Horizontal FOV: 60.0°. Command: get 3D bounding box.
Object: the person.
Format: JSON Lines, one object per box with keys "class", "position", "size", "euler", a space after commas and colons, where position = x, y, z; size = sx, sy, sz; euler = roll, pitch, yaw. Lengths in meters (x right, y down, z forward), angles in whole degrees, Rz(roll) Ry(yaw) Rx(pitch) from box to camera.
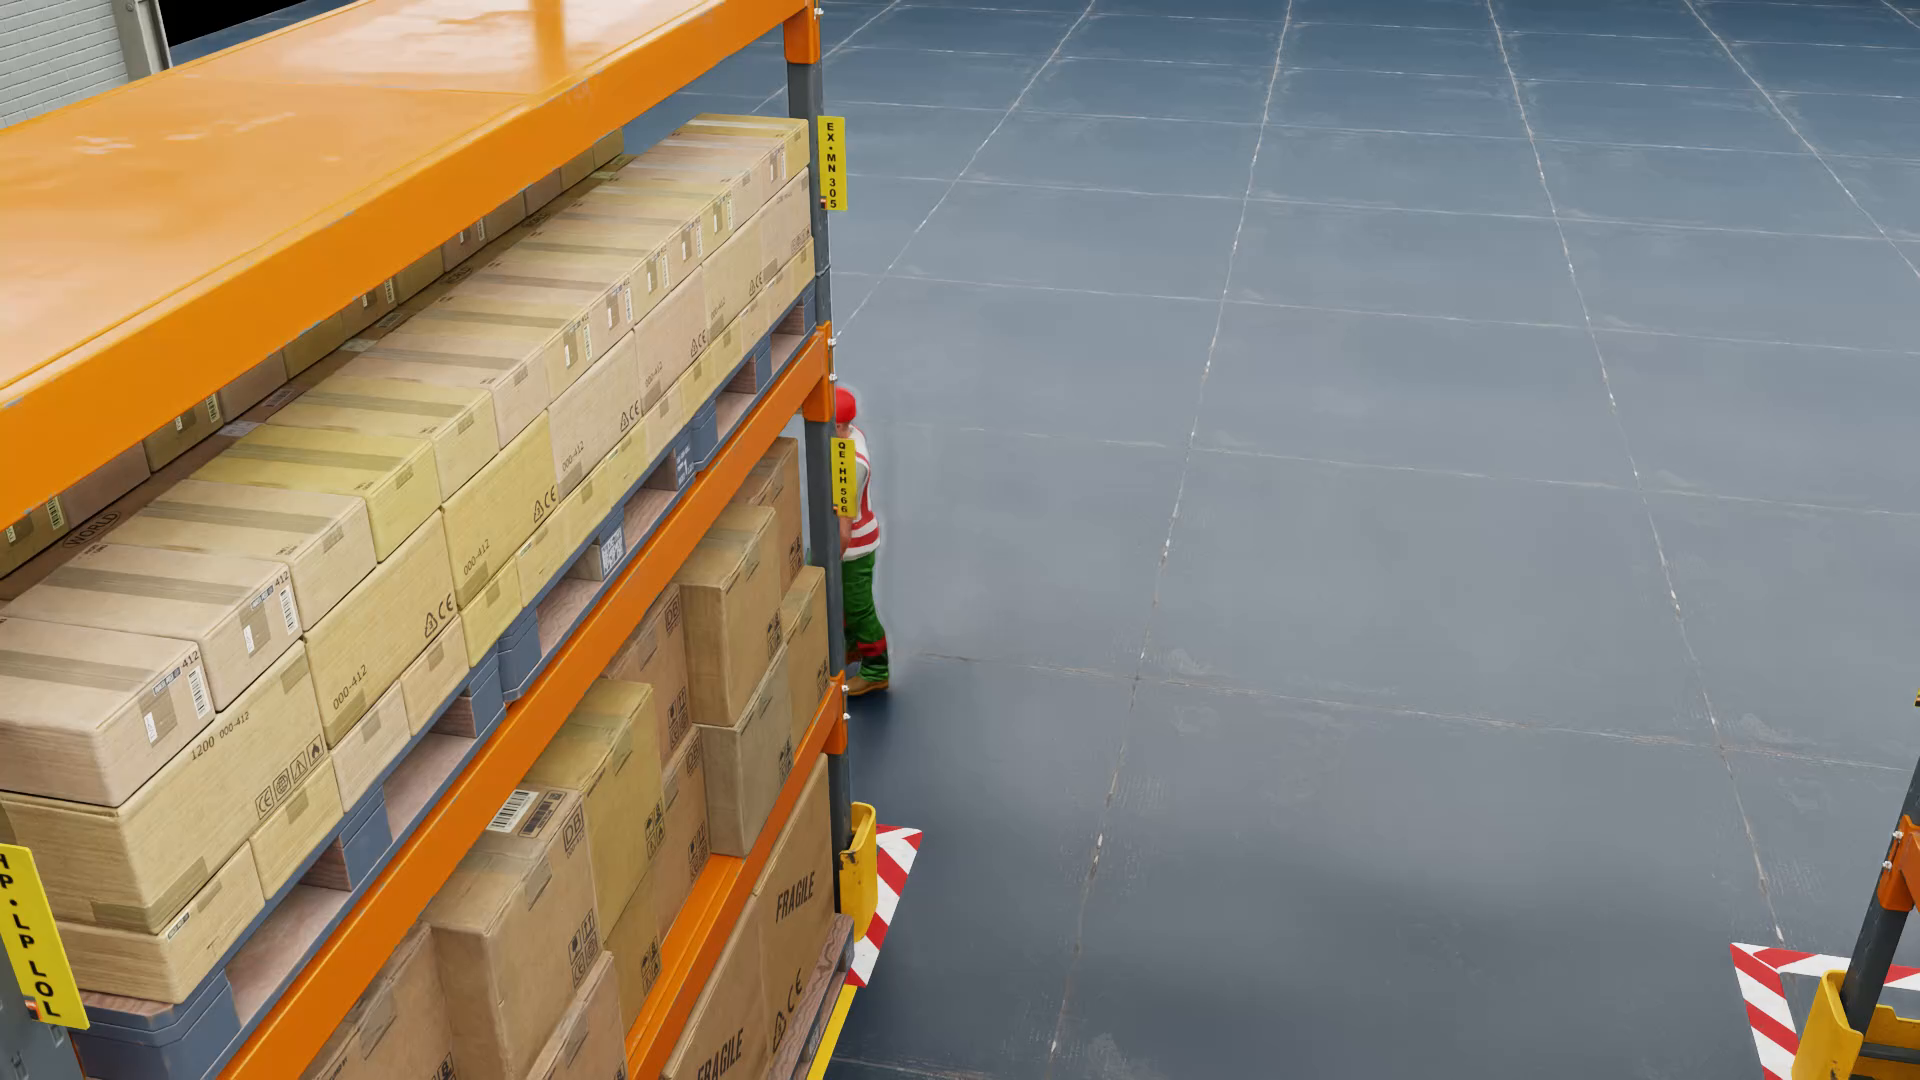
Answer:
{"class": "person", "position": [-0.600, 0.011, 8.532], "size": [0.444, 1.775, 0.581], "euler": [-6, 29, -11]}
